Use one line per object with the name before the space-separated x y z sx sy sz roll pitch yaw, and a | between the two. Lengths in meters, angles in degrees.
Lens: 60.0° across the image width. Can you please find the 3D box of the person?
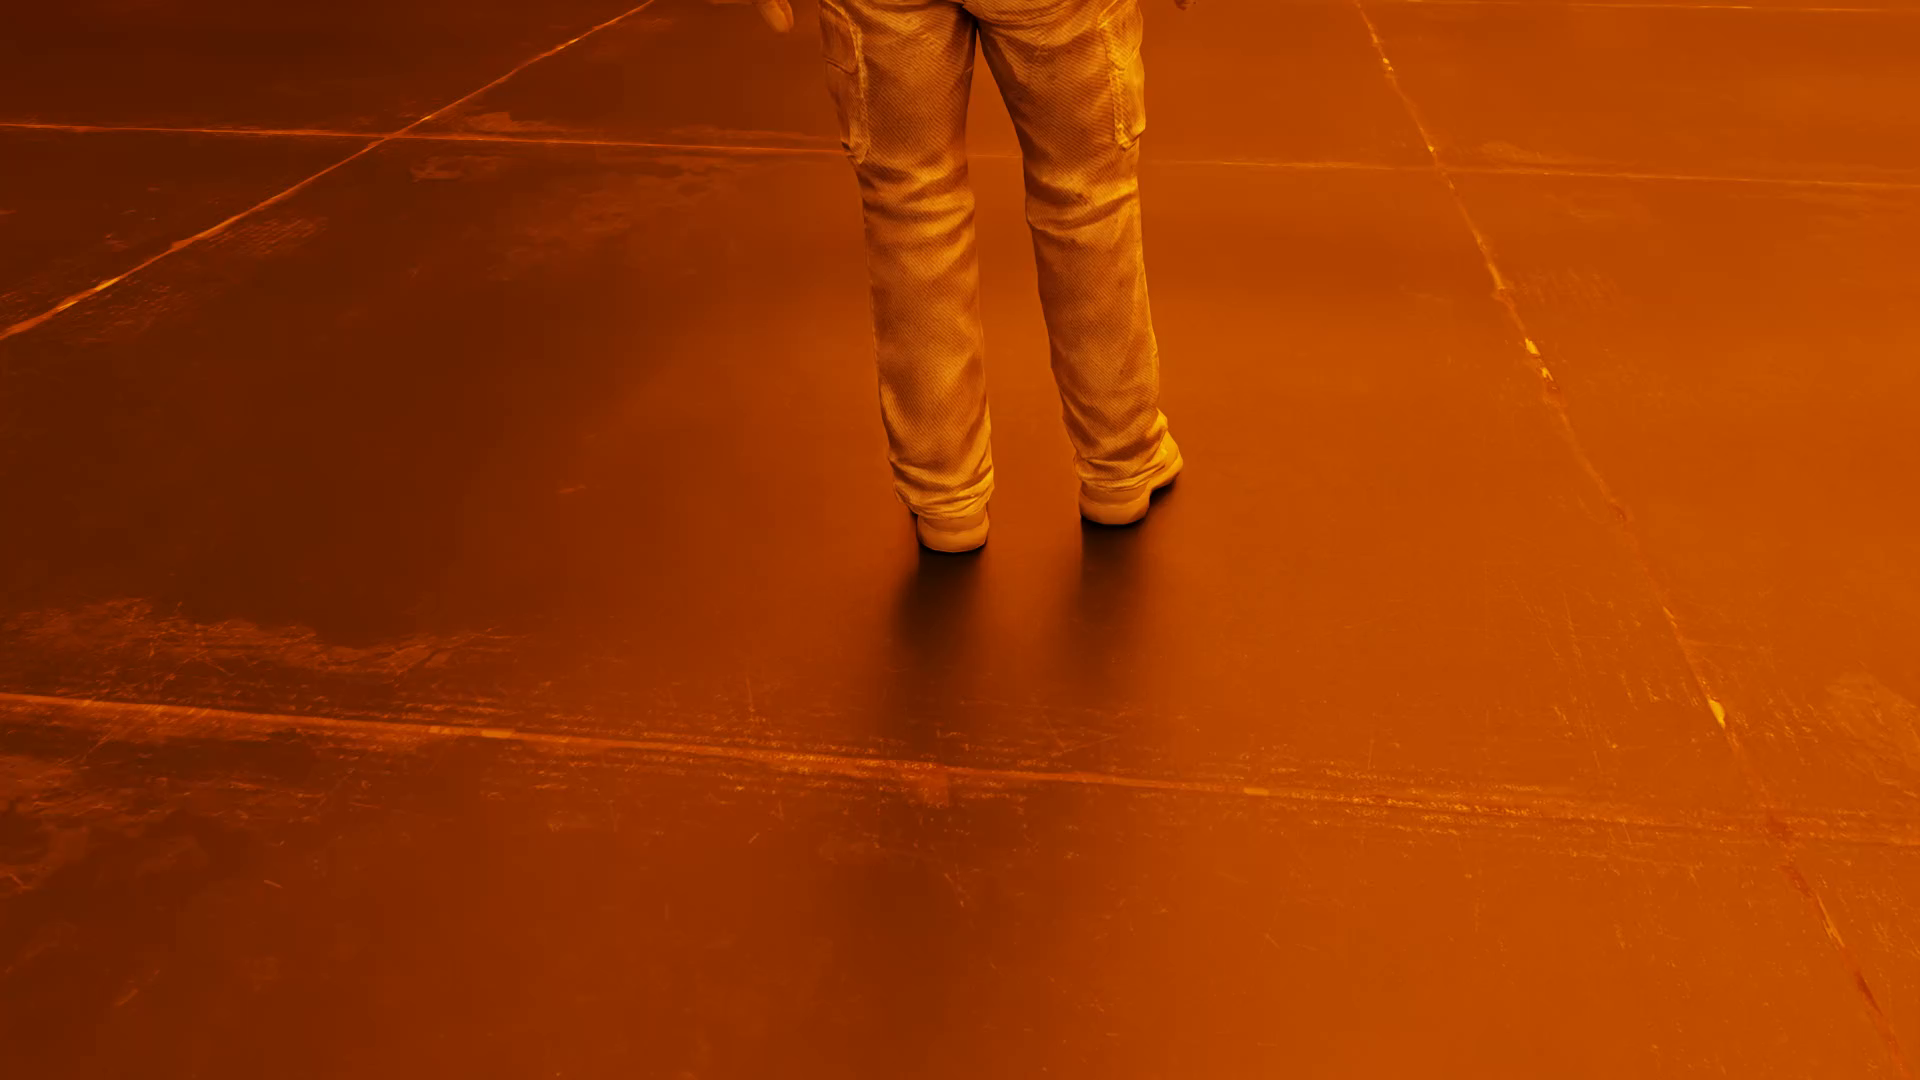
person | 0.018 -0.836 2.162 0.657 1.785 0.575 3 27 7
